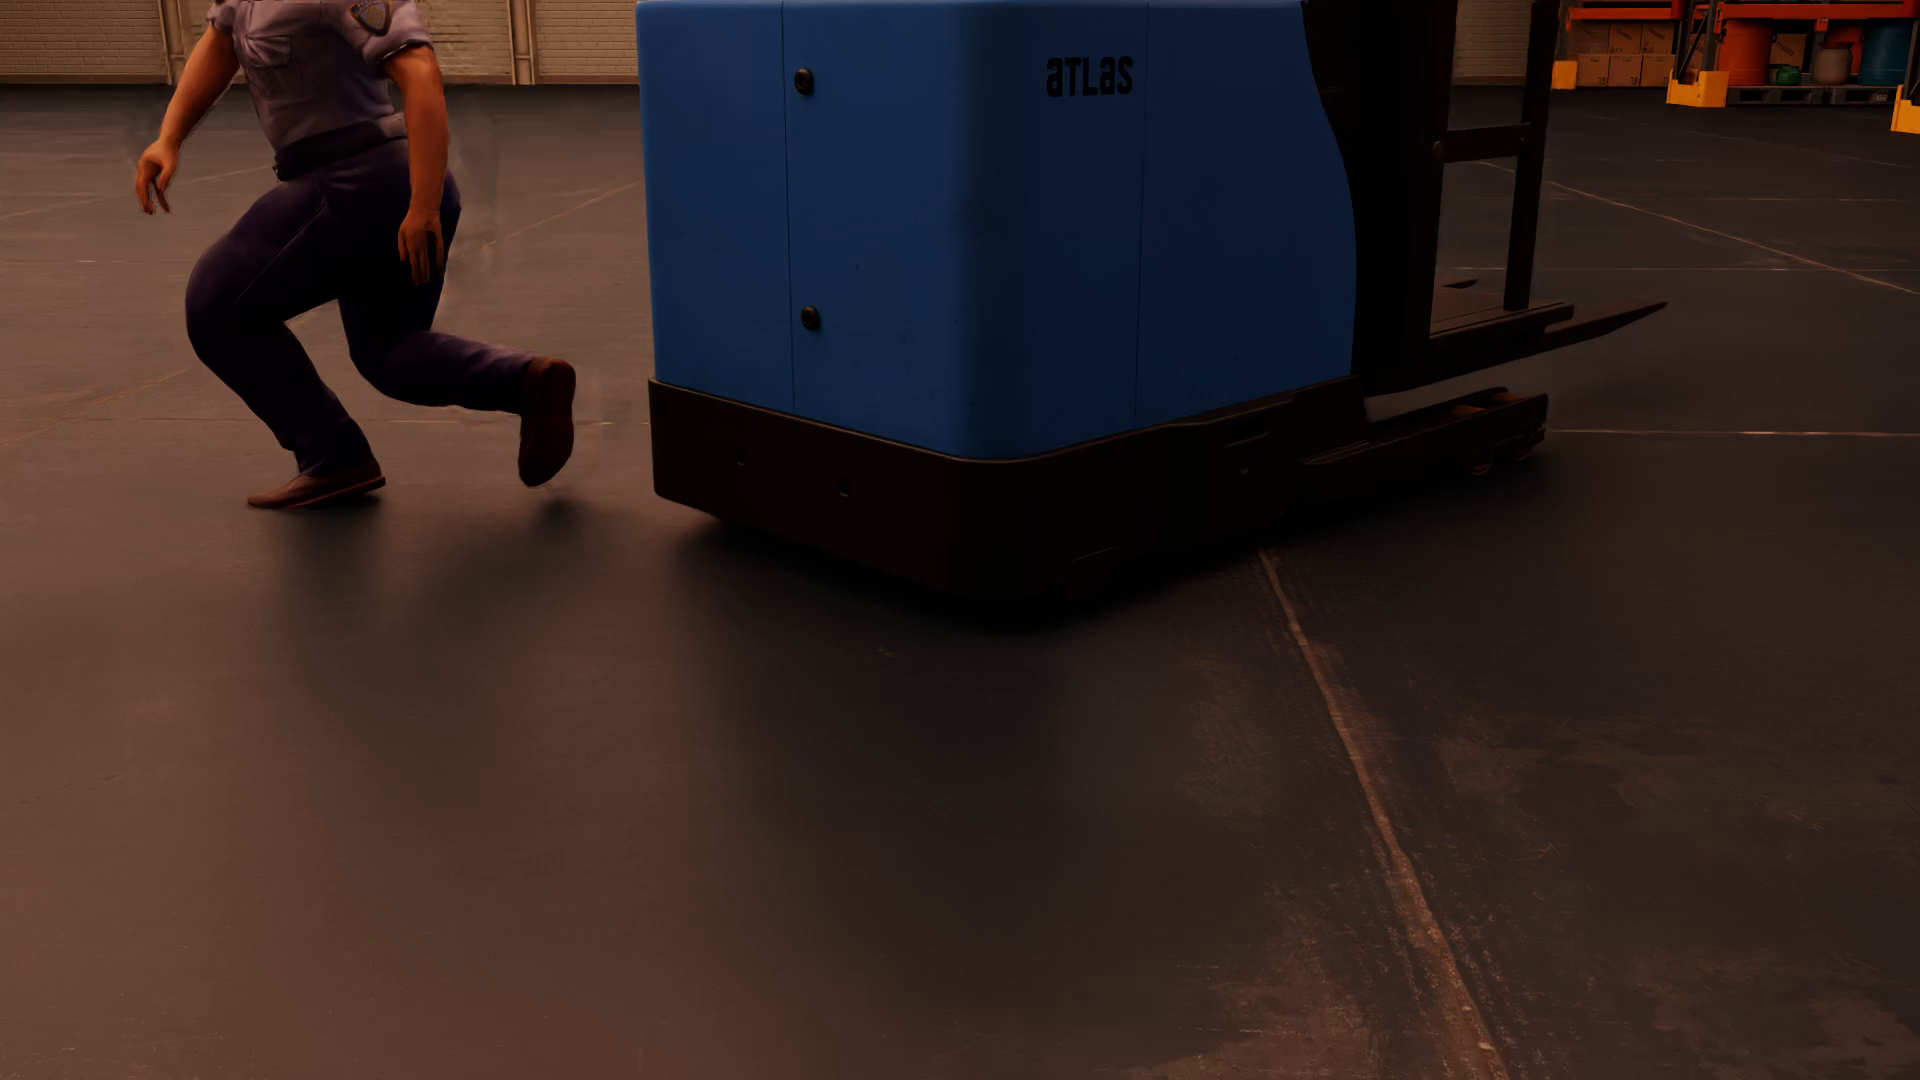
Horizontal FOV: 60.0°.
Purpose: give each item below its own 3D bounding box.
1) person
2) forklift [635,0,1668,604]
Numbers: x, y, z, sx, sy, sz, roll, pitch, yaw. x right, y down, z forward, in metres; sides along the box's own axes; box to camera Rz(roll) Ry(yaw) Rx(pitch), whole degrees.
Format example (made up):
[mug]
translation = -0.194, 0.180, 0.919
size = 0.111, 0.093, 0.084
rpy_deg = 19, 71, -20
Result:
[person]
translation = -1.255, -0.737, 3.437
size = 0.846, 1.432, 0.589
rpy_deg = -2, 17, -5
[forklift]
translation = 0.765, -1.643, 3.721
size = 3.031, 2.935, 1.130
rpy_deg = -16, 24, -42
